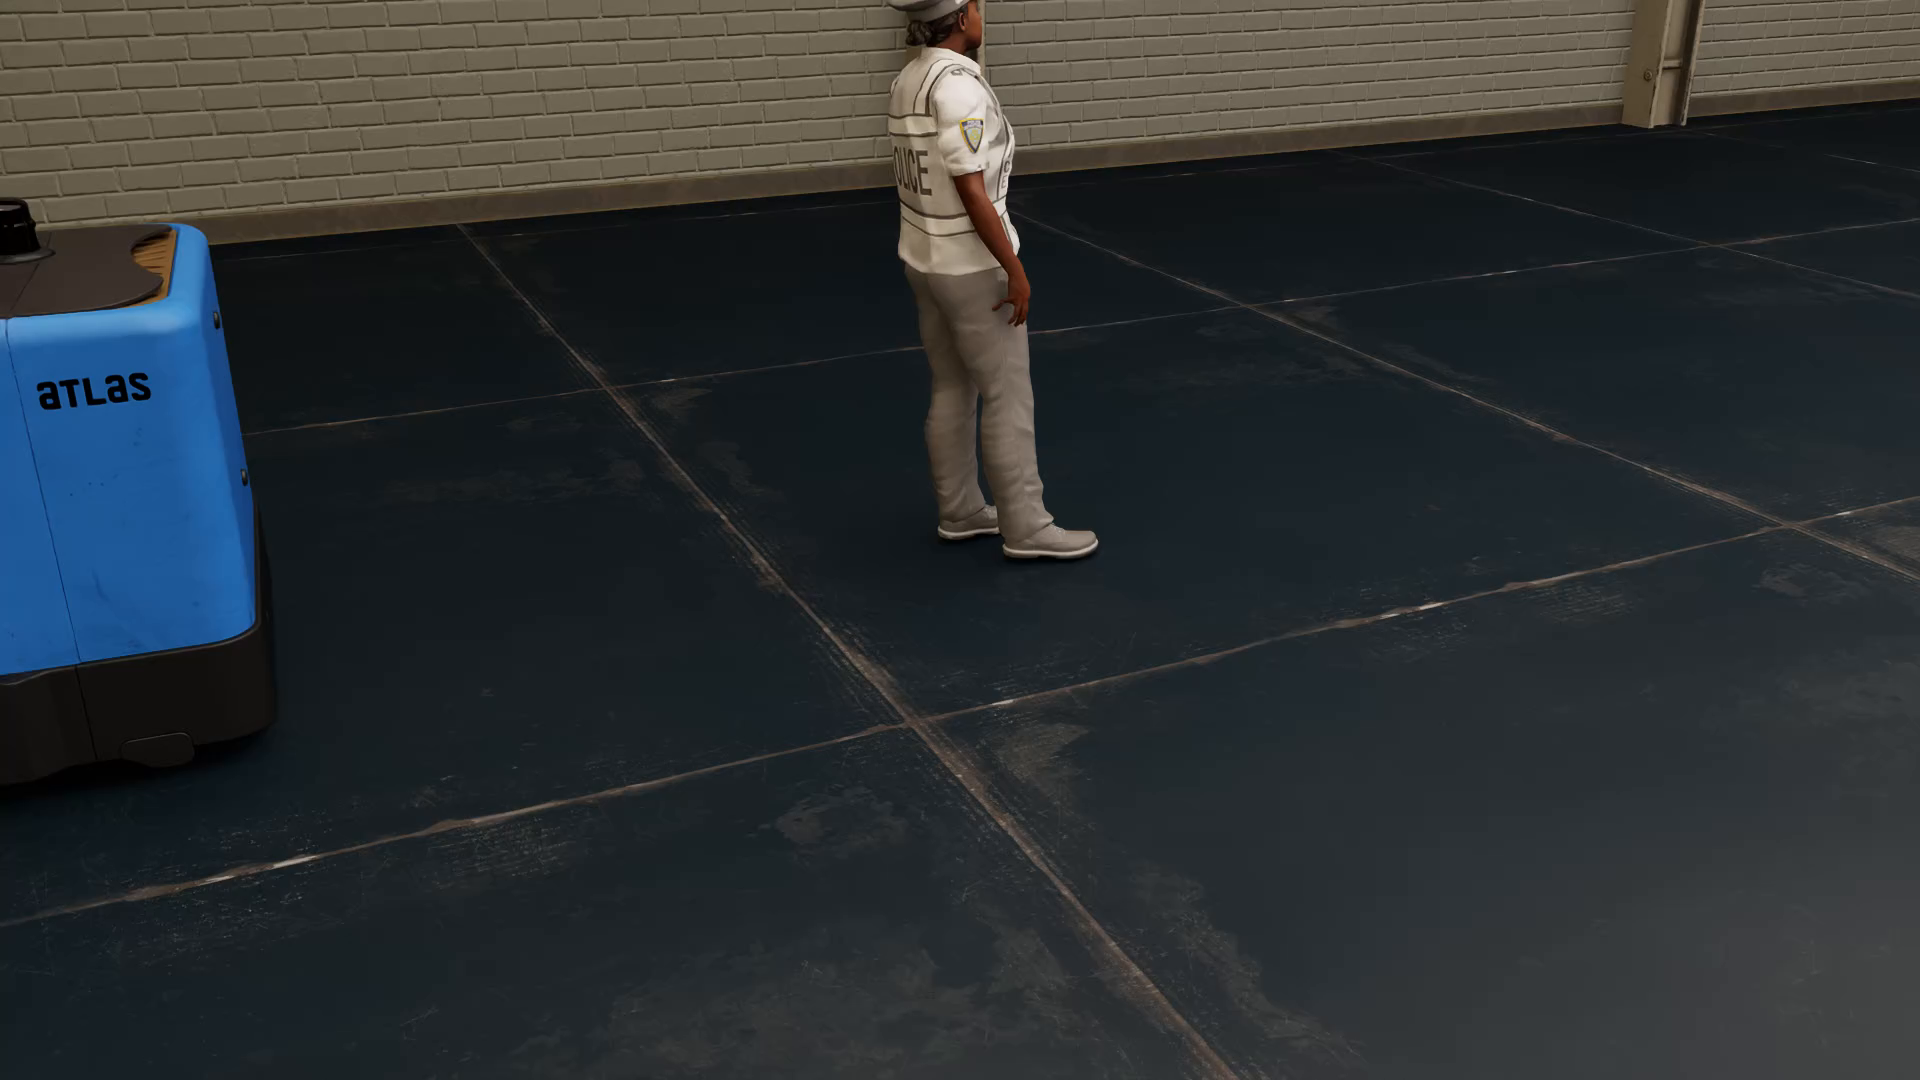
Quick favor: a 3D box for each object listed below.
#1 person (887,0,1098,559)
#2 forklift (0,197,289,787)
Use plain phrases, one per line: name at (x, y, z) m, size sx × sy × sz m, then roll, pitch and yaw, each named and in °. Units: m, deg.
person at (0.077, -0.795, 4.792) m, size 0.528 × 1.696 × 0.569 m, roll -10°, pitch 25°, yaw -23°
forklift at (-3.156, -0.817, 3.252) m, size 3.031 × 2.935 × 1.130 m, roll -9°, pitch 24°, yaw -20°
